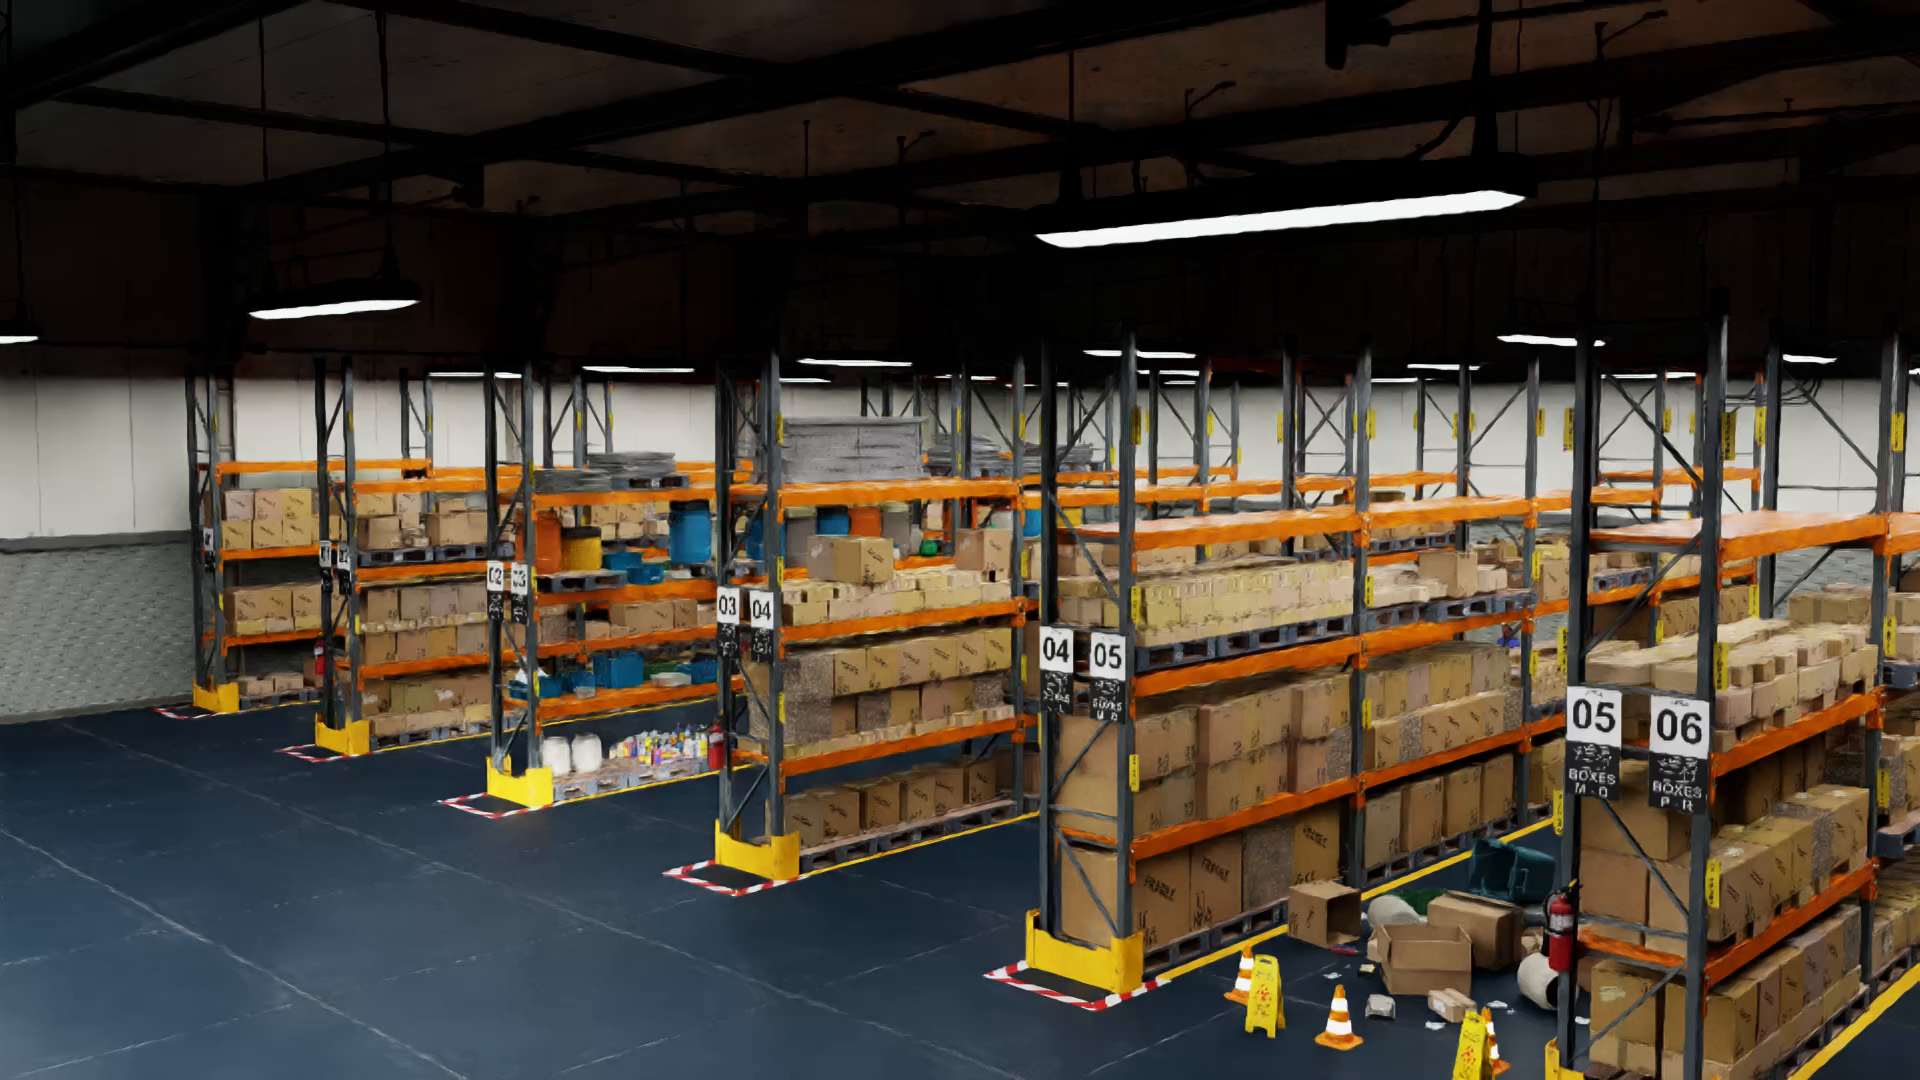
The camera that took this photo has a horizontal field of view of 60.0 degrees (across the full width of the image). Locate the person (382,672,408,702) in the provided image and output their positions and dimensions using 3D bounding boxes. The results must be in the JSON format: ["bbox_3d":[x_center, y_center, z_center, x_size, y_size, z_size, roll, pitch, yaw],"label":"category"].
[{"bbox_3d":[-9.544,2.159,27.859,1.174,1.696,0.599,-4,6,-43],"label":"person"}]

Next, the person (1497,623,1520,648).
[{"bbox_3d":[9.306,2.201,28.202,0.461,1.596,0.989,4,6,43],"label":"person"}]

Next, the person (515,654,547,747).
[{"bbox_3d":[-6.302,2.469,24.713,0.656,1.597,0.818,2,5,27],"label":"person"}]
